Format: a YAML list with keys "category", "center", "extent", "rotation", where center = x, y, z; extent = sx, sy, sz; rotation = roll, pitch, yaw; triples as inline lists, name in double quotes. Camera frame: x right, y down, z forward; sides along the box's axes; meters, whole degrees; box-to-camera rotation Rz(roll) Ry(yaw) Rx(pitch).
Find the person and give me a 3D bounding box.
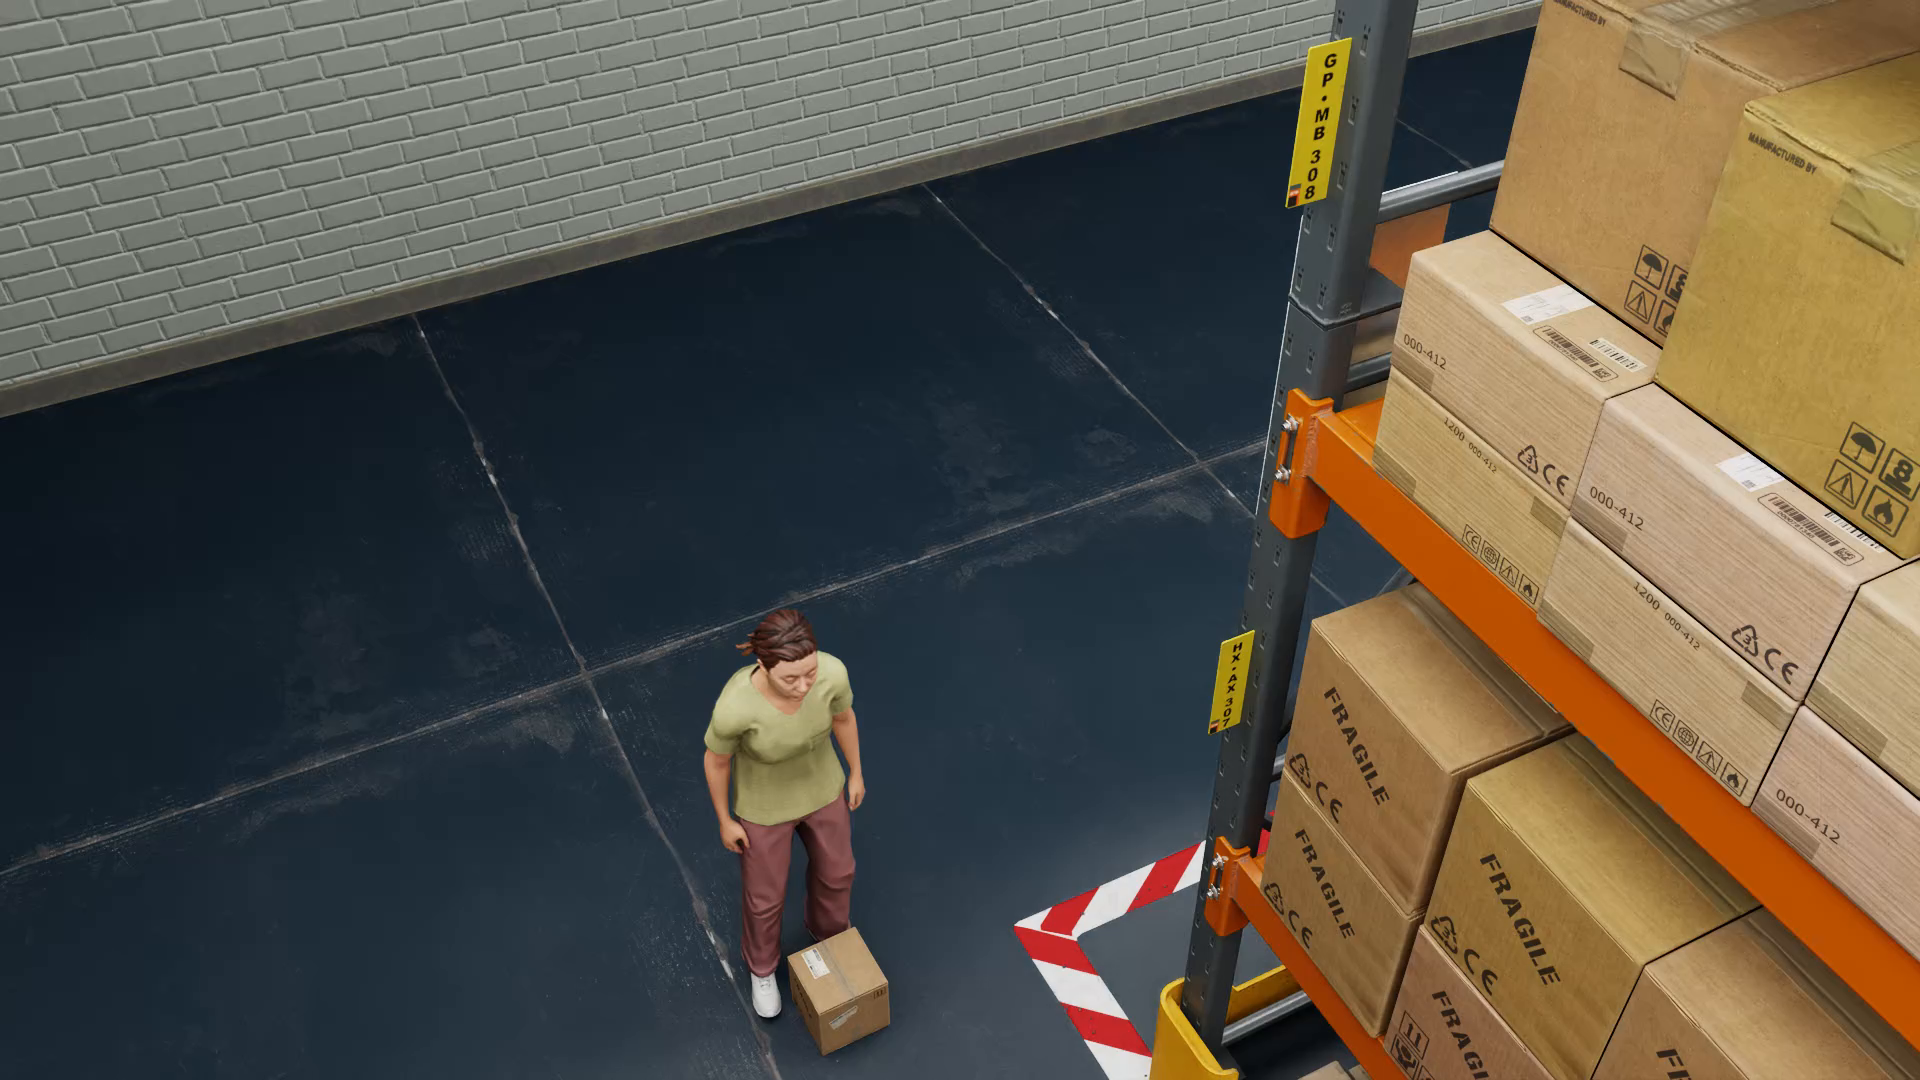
- category: "person"
  center: [-0.525, 0.826, 5.223]
  extent: [0.499, 1.673, 0.356]
  rotation: [-19, 45, -20]
